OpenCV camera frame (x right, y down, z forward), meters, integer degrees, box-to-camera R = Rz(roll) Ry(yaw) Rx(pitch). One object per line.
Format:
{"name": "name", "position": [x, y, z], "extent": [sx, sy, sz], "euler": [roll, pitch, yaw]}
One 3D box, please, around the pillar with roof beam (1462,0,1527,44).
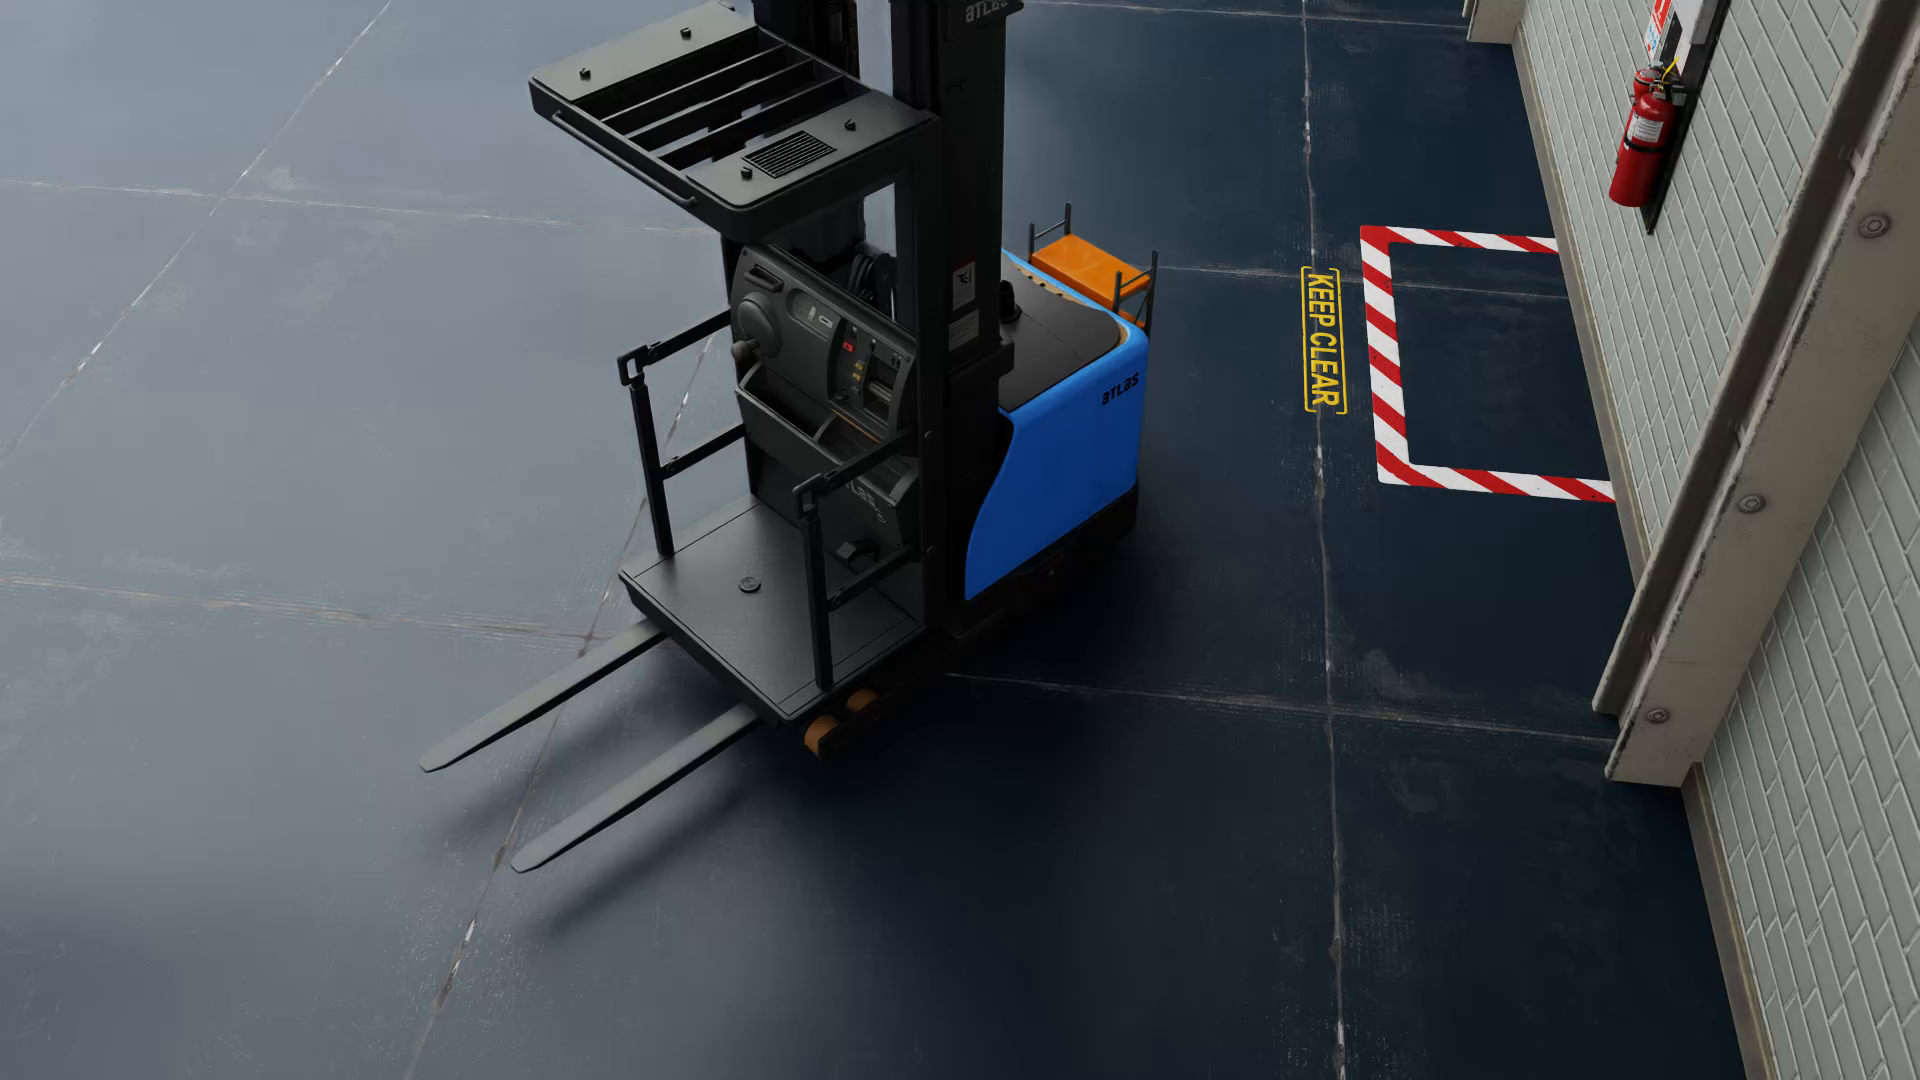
{"name": "pillar with roof beam", "position": [-0.848, -6.963, 8.059], "extent": [9.100, 9.000, 0.400], "euler": [5, 44, 6]}

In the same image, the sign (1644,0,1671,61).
{"name": "sign", "position": [3.166, -2.365, 7.541], "extent": [0.001, 0.329, 0.234], "euler": [5, 44, 6]}

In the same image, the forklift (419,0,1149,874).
{"name": "forklift", "position": [-0.650, -0.639, 5.793], "extent": [3.031, 2.935, 1.130], "euler": [-33, 53, -30]}

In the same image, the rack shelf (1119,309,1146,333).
{"name": "rack shelf", "position": [0.545, -0.921, 7.122], "extent": [0.258, 0.148, 0.480], "euler": [-33, 53, -30]}

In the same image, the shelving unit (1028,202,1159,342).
{"name": "shelving unit", "position": [0.544, -0.807, 7.229], "extent": [0.258, 1.200, 0.503], "euler": [-33, 53, -30]}

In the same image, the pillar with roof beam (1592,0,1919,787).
{"name": "pillar with roof beam", "position": [-1.641, -2.874, 3.740], "extent": [9.100, 9.000, 0.400], "euler": [5, 44, 6]}

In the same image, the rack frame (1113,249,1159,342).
{"name": "rack frame", "position": [0.713, -0.685, 7.101], "extent": [0.240, 1.200, 0.015], "euler": [-33, 53, -30]}

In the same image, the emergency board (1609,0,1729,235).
{"name": "emergency board", "position": [2.990, -1.985, 7.165], "extent": [0.194, 1.169, 0.643], "euler": [5, 44, 6]}

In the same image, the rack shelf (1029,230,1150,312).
{"name": "rack shelf", "position": [0.545, -1.093, 6.959], "extent": [0.258, 0.148, 0.480], "euler": [-33, 53, -30]}

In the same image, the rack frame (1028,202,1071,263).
{"name": "rack frame", "position": [0.376, -0.929, 7.357], "extent": [0.240, 1.200, 0.015], "euler": [-33, 53, -30]}
